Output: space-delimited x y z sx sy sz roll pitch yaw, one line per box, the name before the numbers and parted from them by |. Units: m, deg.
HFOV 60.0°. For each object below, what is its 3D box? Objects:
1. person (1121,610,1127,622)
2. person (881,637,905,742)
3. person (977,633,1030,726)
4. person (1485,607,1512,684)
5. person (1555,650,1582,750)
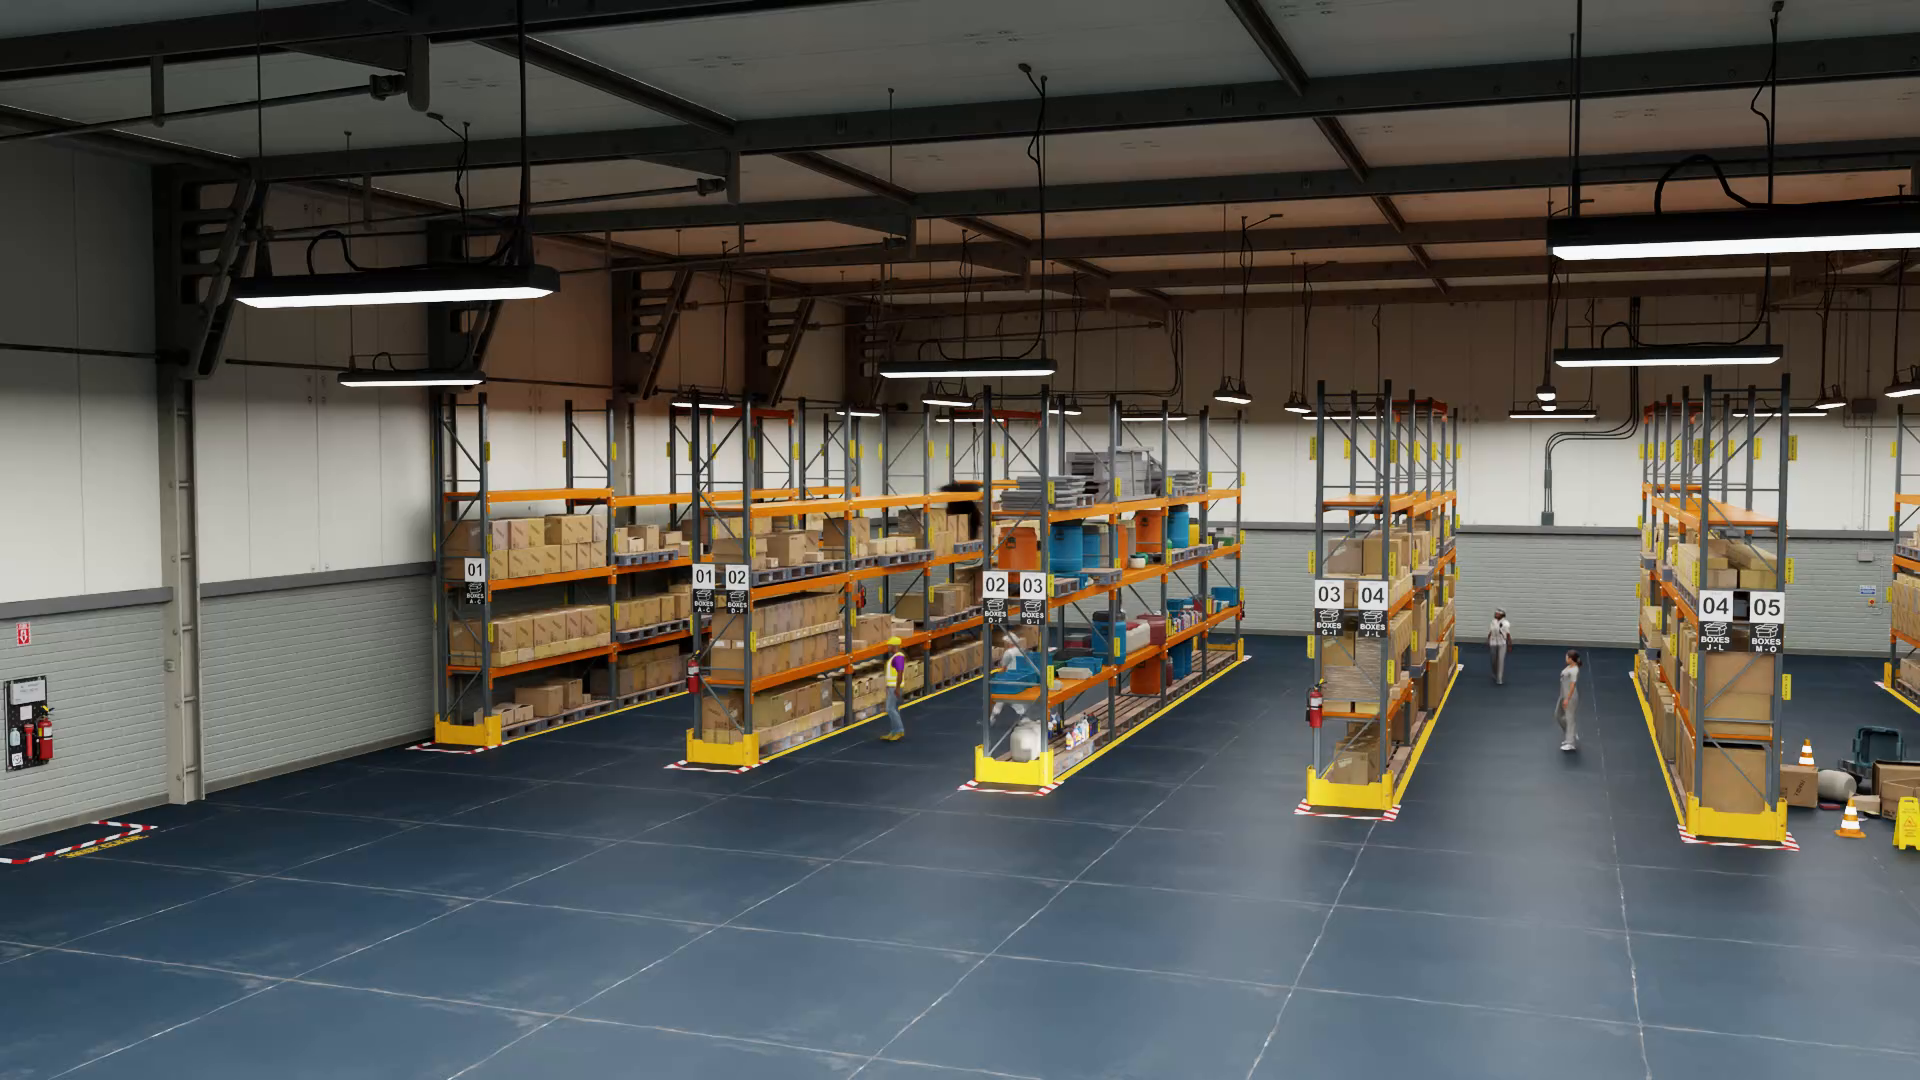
person | 3.542 2.170 37.455 0.546 1.694 0.746 1 3 23
person | -1.169 2.582 28.914 0.409 1.791 0.628 -1 3 -10
person | 0.830 2.519 29.875 0.975 1.713 0.541 -1 3 -18
person | 11.649 2.264 35.942 0.563 1.647 0.928 1 3 25
person | 10.261 2.672 27.998 0.426 1.676 0.540 0 3 0
